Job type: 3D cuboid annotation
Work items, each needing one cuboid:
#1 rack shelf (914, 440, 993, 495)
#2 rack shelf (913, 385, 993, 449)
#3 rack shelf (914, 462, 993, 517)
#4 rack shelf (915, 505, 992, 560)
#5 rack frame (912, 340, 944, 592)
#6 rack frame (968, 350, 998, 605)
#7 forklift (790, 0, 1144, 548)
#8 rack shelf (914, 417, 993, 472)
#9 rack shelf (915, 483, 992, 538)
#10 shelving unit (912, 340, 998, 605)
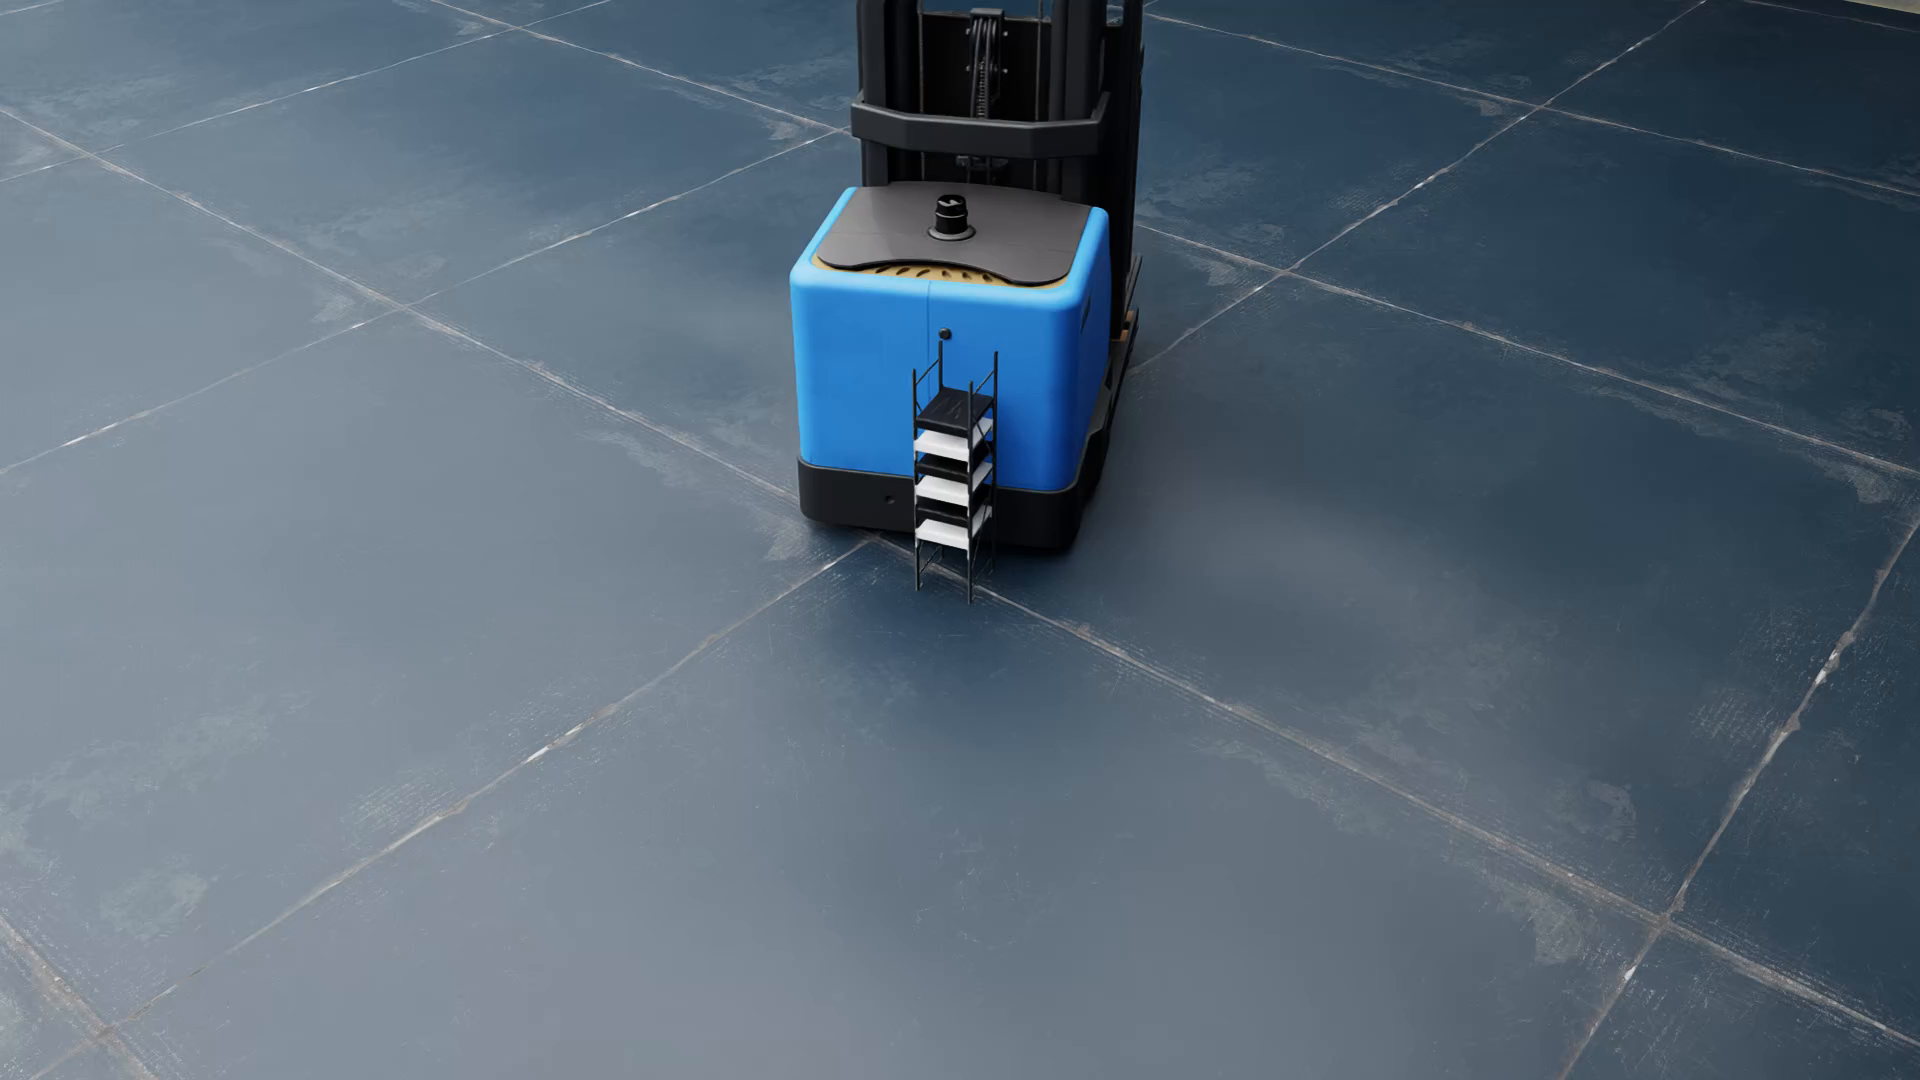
[{"bbox_3d":[-0.015,-0.272,5.747,0.200,0.077,0.258,13,37,19],"label":"rack shelf"},{"bbox_3d":[-0.016,-0.420,5.645,0.200,0.077,0.258,13,37,19],"label":"rack shelf"},{"bbox_3d":[-0.015,-0.197,5.798,0.200,0.077,0.258,13,37,19],"label":"rack shelf"},{"bbox_3d":[-0.015,-0.049,5.900,0.200,0.077,0.258,13,37,19],"label":"rack shelf"},{"bbox_3d":[-0.109,-0.247,5.811,0.006,0.900,0.240,13,37,19],"label":"rack frame"},{"bbox_3d":[0.078,-0.203,5.746,0.006,0.900,0.240,13,37,19],"label":"rack frame"},{"bbox_3d":[0.195,-2.007,6.583,1.130,2.935,3.031,7,35,10],"label":"forklift"},{"bbox_3d":[-0.015,-0.346,5.696,0.200,0.077,0.258,13,37,19],"label":"rack shelf"},{"bbox_3d":[-0.015,-0.123,5.849,0.200,0.077,0.258,13,37,19],"label":"rack shelf"},{"bbox_3d":[-0.015,-0.225,5.779,0.210,0.900,0.258,13,37,19],"label":"shelving unit"}]
